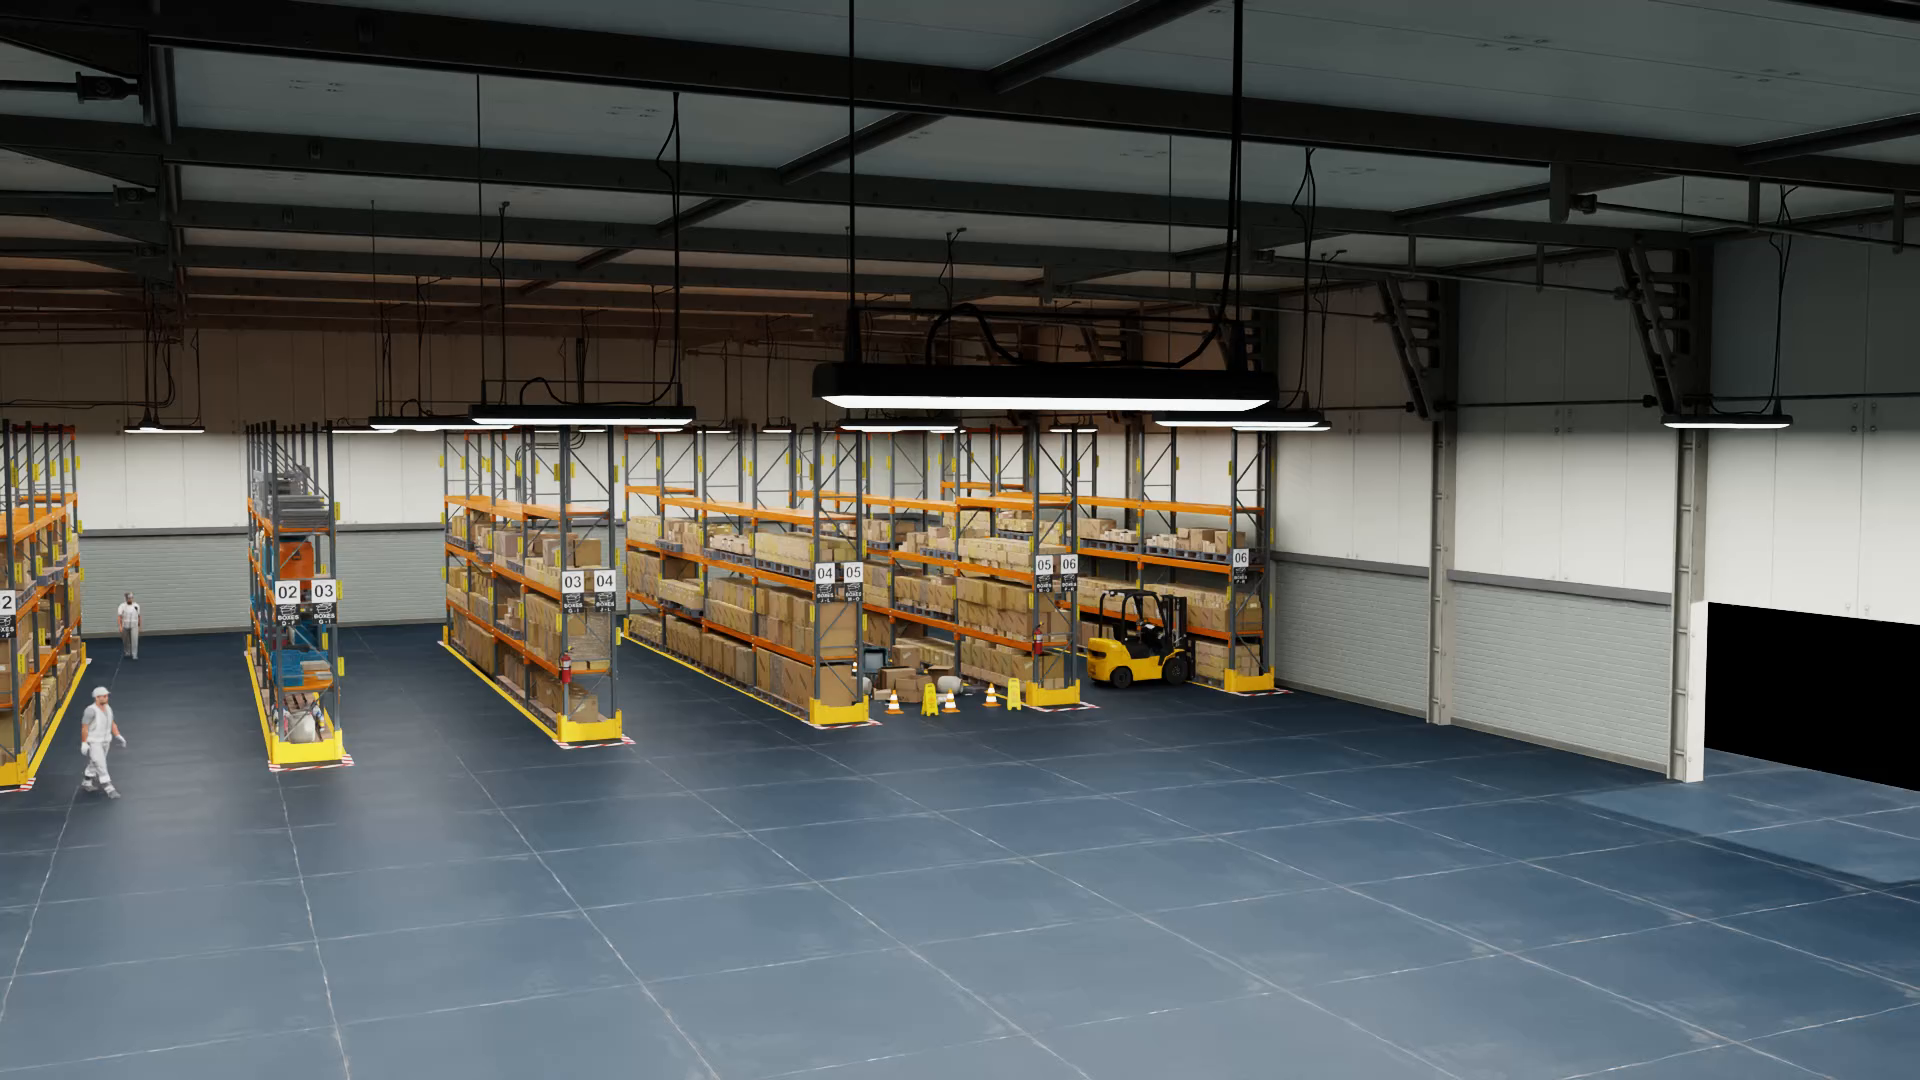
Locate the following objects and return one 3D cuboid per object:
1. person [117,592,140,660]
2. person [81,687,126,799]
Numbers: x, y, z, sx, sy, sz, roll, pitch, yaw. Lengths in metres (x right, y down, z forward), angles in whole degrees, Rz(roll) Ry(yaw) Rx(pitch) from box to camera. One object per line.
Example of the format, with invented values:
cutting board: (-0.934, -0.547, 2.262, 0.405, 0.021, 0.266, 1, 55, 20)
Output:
person: (-21.296, 2.193, 42.598, 0.525, 1.710, 1.099, -2, 4, -26)
person: (-13.583, 3.180, 26.324, 1.107, 1.718, 0.637, 2, 4, 25)
